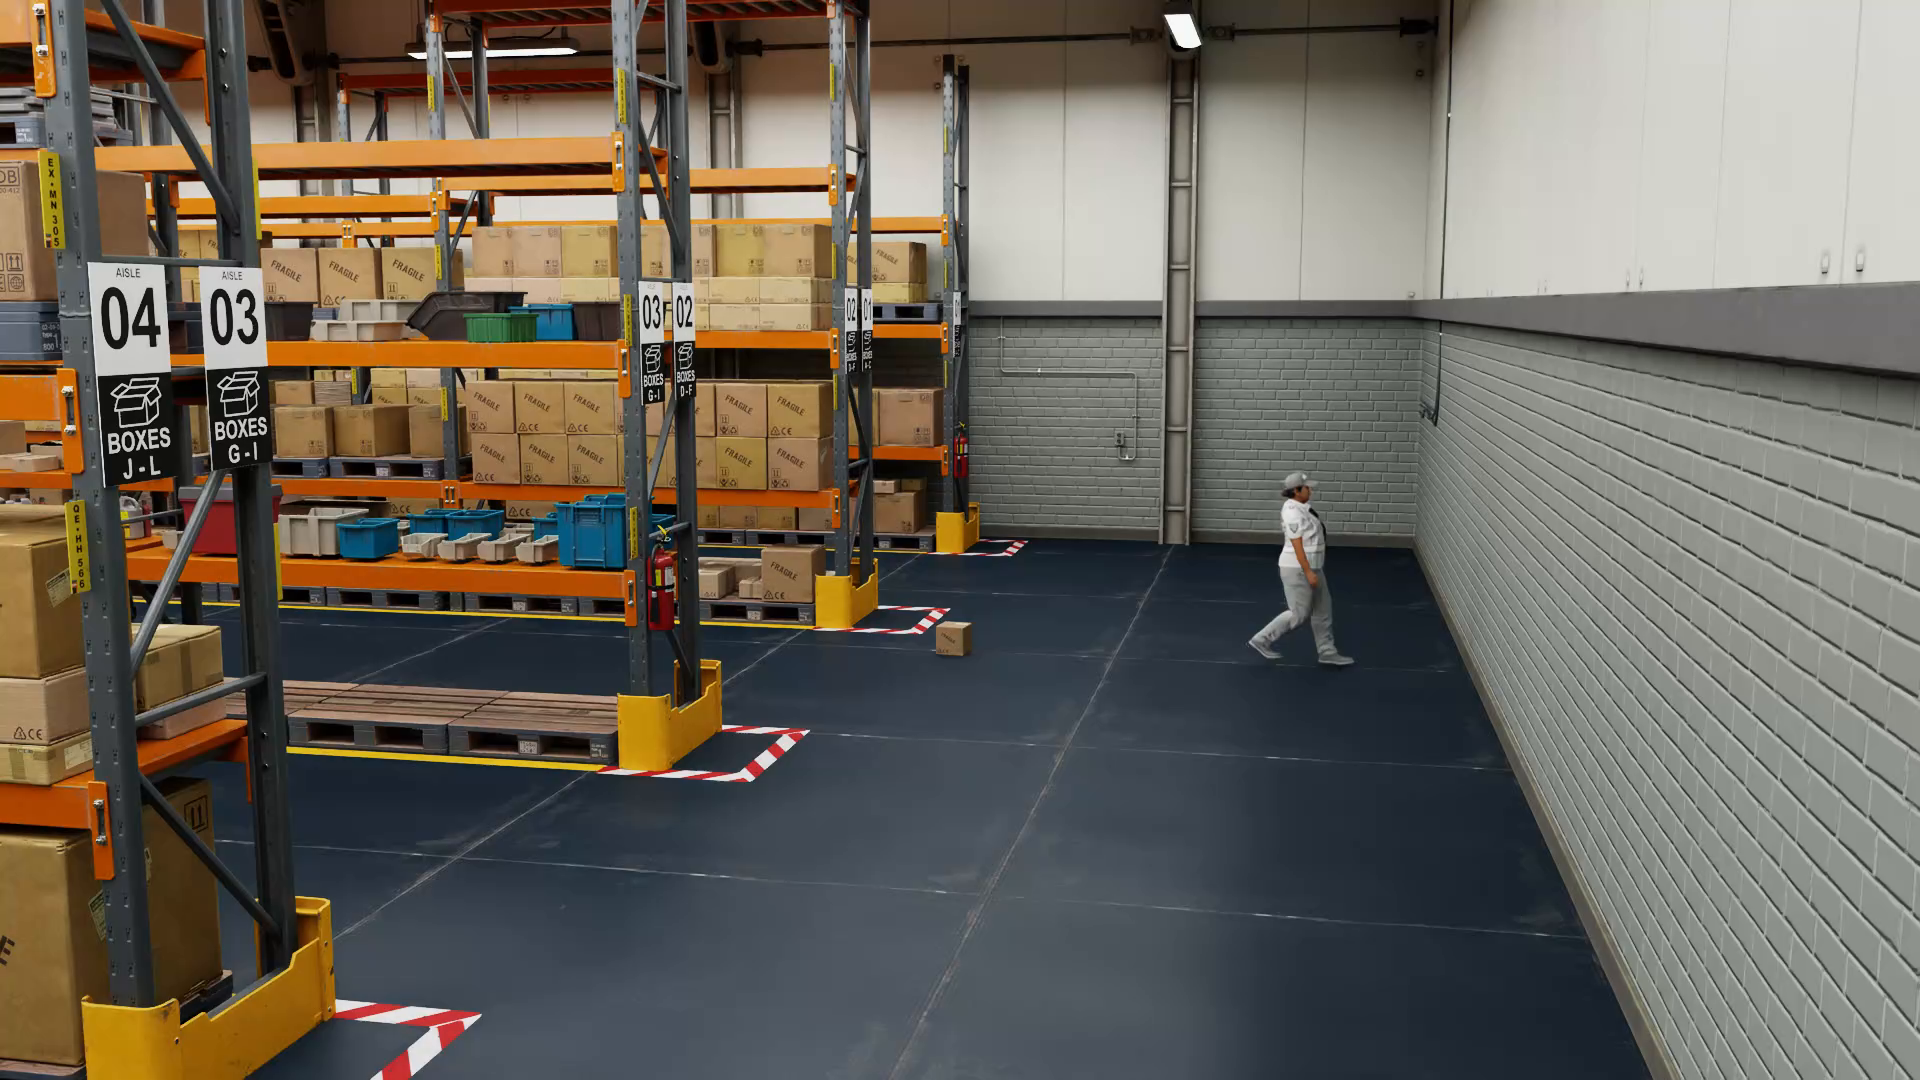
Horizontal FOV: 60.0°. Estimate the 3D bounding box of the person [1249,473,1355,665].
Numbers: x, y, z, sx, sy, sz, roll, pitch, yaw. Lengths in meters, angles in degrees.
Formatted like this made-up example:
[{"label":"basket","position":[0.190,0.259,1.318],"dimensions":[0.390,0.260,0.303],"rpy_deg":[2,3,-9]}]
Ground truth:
[{"label":"person","position":[2.907,0.246,14.029],"dimensions":[0.846,1.629,0.473],"rpy_deg":[3,9,23]}]
